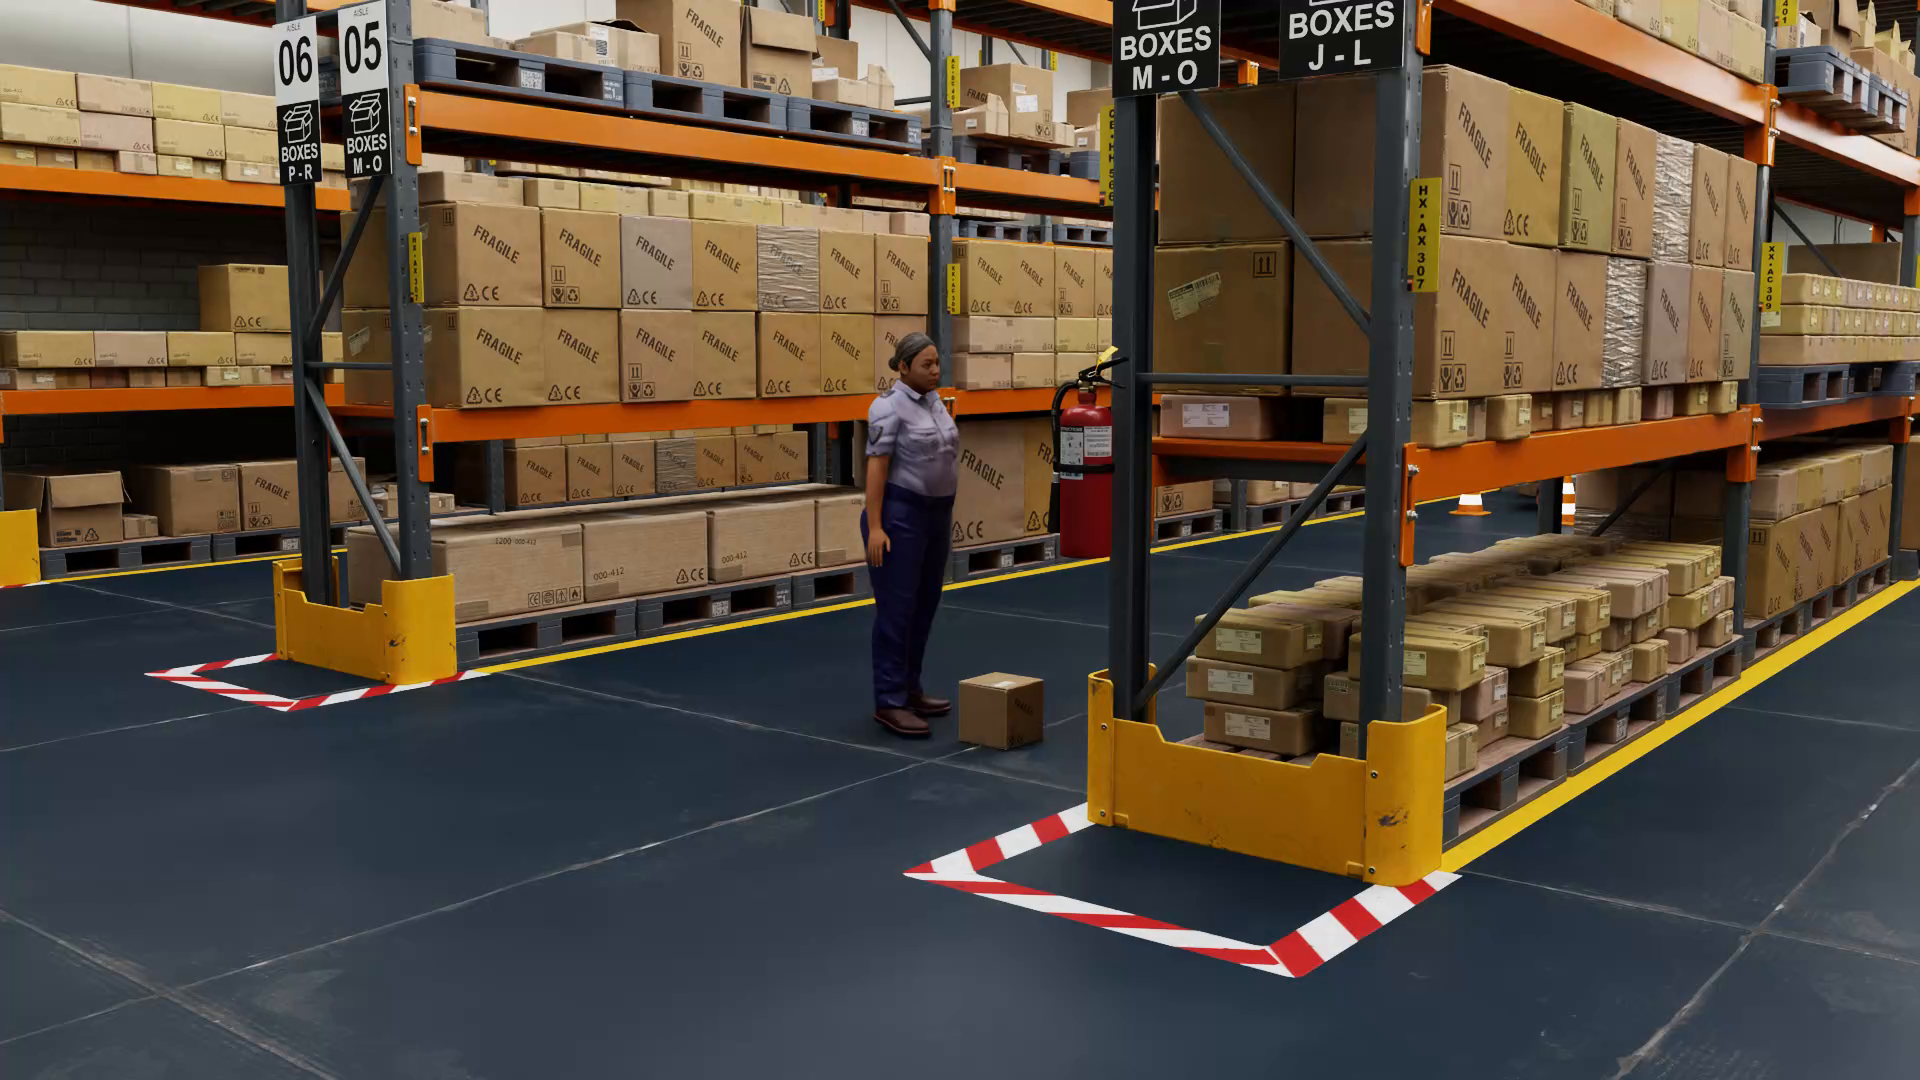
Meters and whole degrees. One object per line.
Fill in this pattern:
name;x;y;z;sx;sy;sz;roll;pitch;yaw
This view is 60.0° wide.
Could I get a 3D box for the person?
person;-0.205;-0.044;7.030;0.408;1.656;0.535;4;8;33
